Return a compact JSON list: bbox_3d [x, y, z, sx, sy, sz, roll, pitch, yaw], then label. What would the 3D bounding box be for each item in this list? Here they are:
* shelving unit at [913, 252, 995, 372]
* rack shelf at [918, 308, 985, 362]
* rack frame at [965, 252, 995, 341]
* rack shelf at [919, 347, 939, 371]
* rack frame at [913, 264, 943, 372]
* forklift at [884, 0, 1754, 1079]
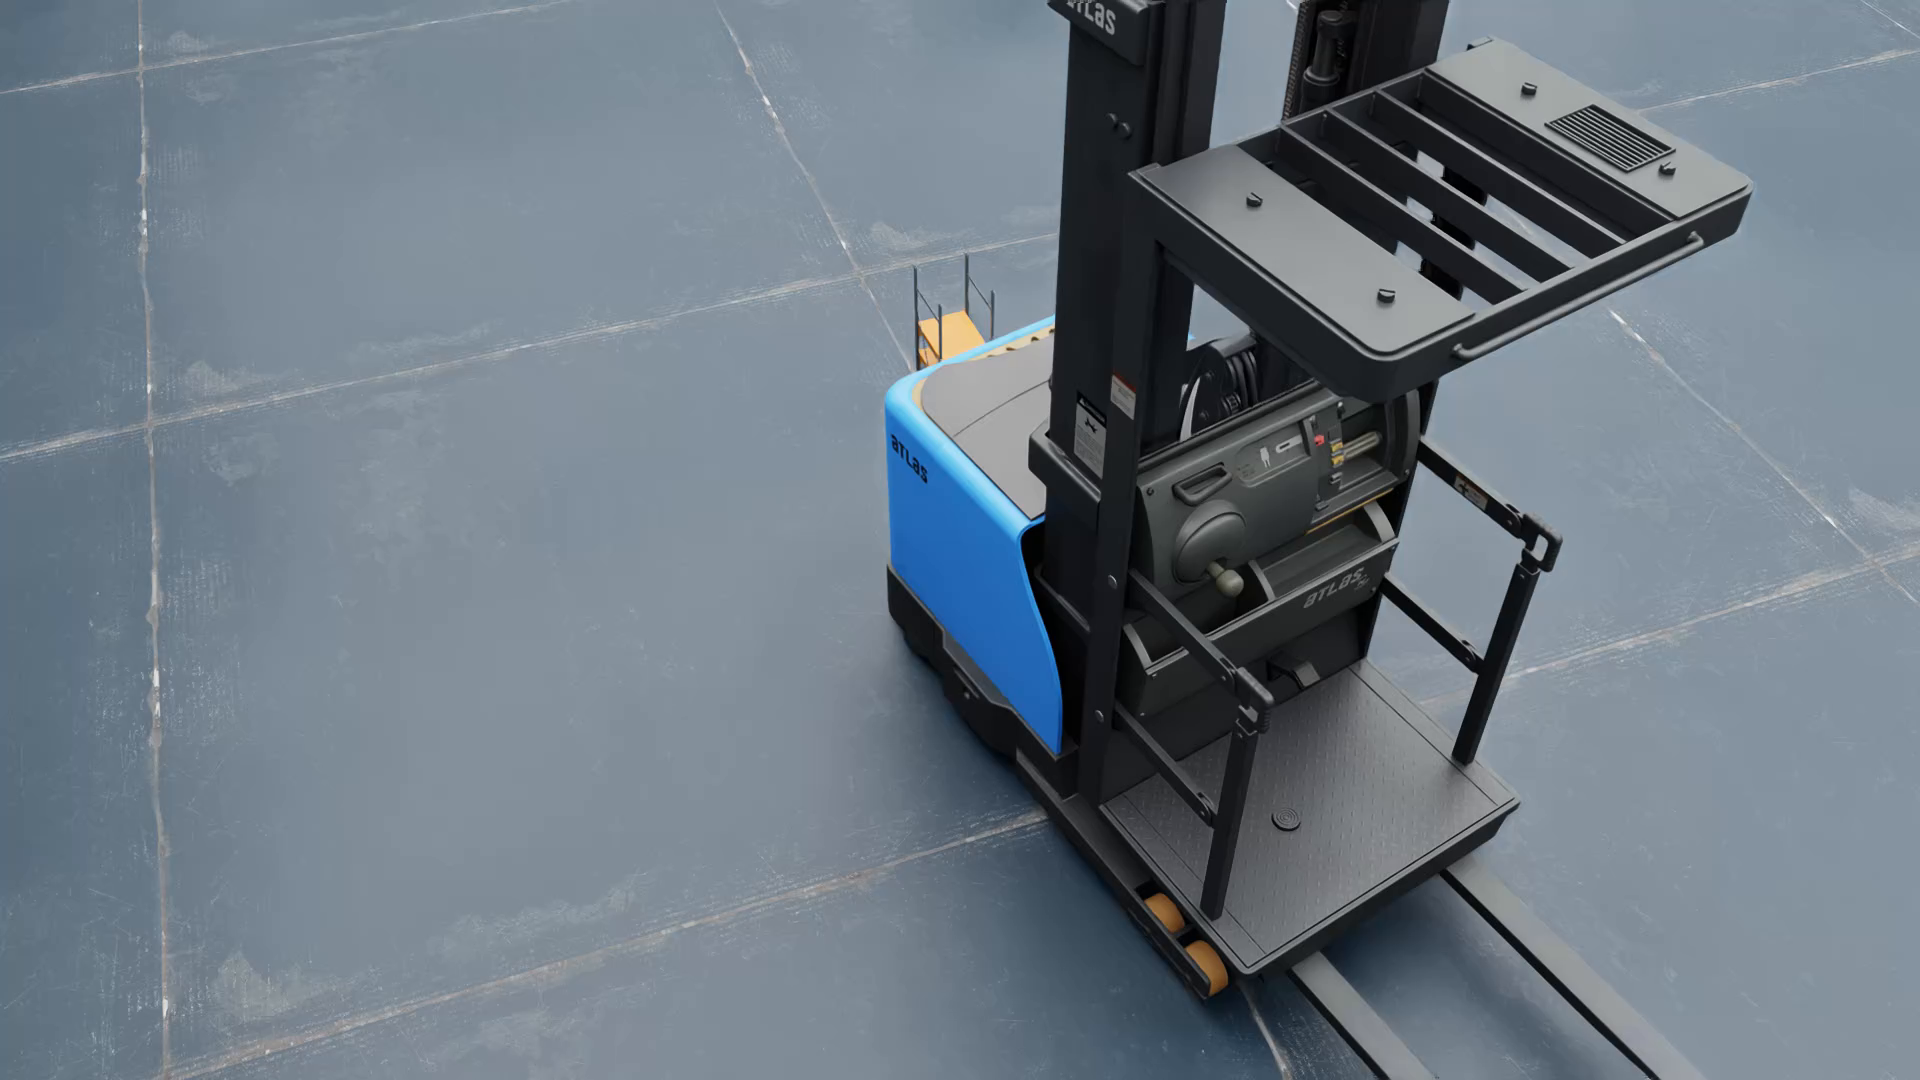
[{"bbox_3d":[-0.020,-0.427,5.828,0.189,1.200,0.258,-16,47,-16],"label":"shelving unit"},{"bbox_3d":[-0.021,-0.650,5.604,0.180,0.103,0.258,-16,47,-16],"label":"rack shelf"},{"bbox_3d":[0.064,-0.452,5.852,0.006,1.200,0.240,-16,47,-16],"label":"rack frame"},{"bbox_3d":[-0.021,-0.565,5.689,0.180,0.103,0.258,-16,47,-16],"label":"rack shelf"},{"bbox_3d":[-0.105,-0.402,5.803,0.006,1.200,0.240,-16,47,-16],"label":"rack frame"},{"bbox_3d":[0.974,-0.079,4.259,1.130,2.935,3.031,-25,50,-23],"label":"forklift"}]
